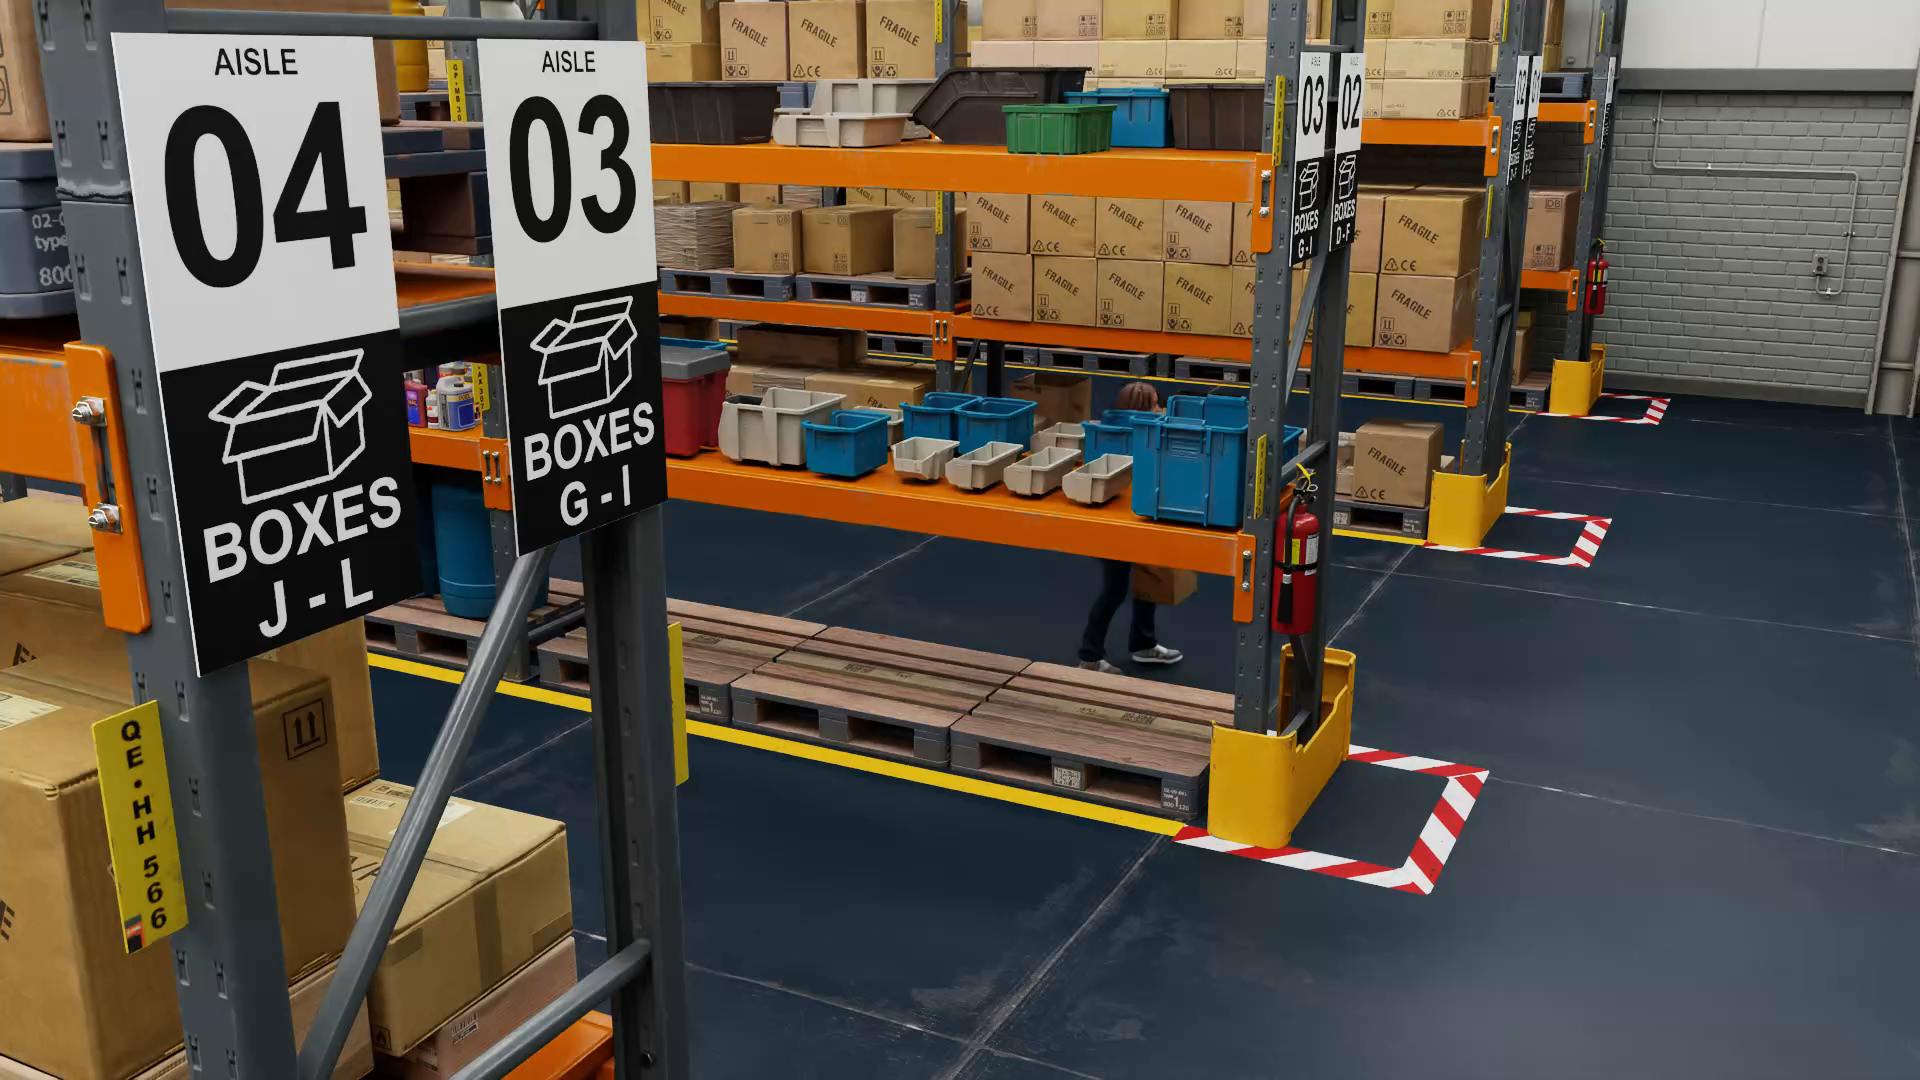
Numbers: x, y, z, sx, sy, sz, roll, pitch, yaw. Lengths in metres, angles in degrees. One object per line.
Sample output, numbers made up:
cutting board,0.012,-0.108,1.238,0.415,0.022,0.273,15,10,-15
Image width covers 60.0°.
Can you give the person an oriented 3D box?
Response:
person,0.909,-0.057,8.772,0.535,1.586,0.509,4,17,15
